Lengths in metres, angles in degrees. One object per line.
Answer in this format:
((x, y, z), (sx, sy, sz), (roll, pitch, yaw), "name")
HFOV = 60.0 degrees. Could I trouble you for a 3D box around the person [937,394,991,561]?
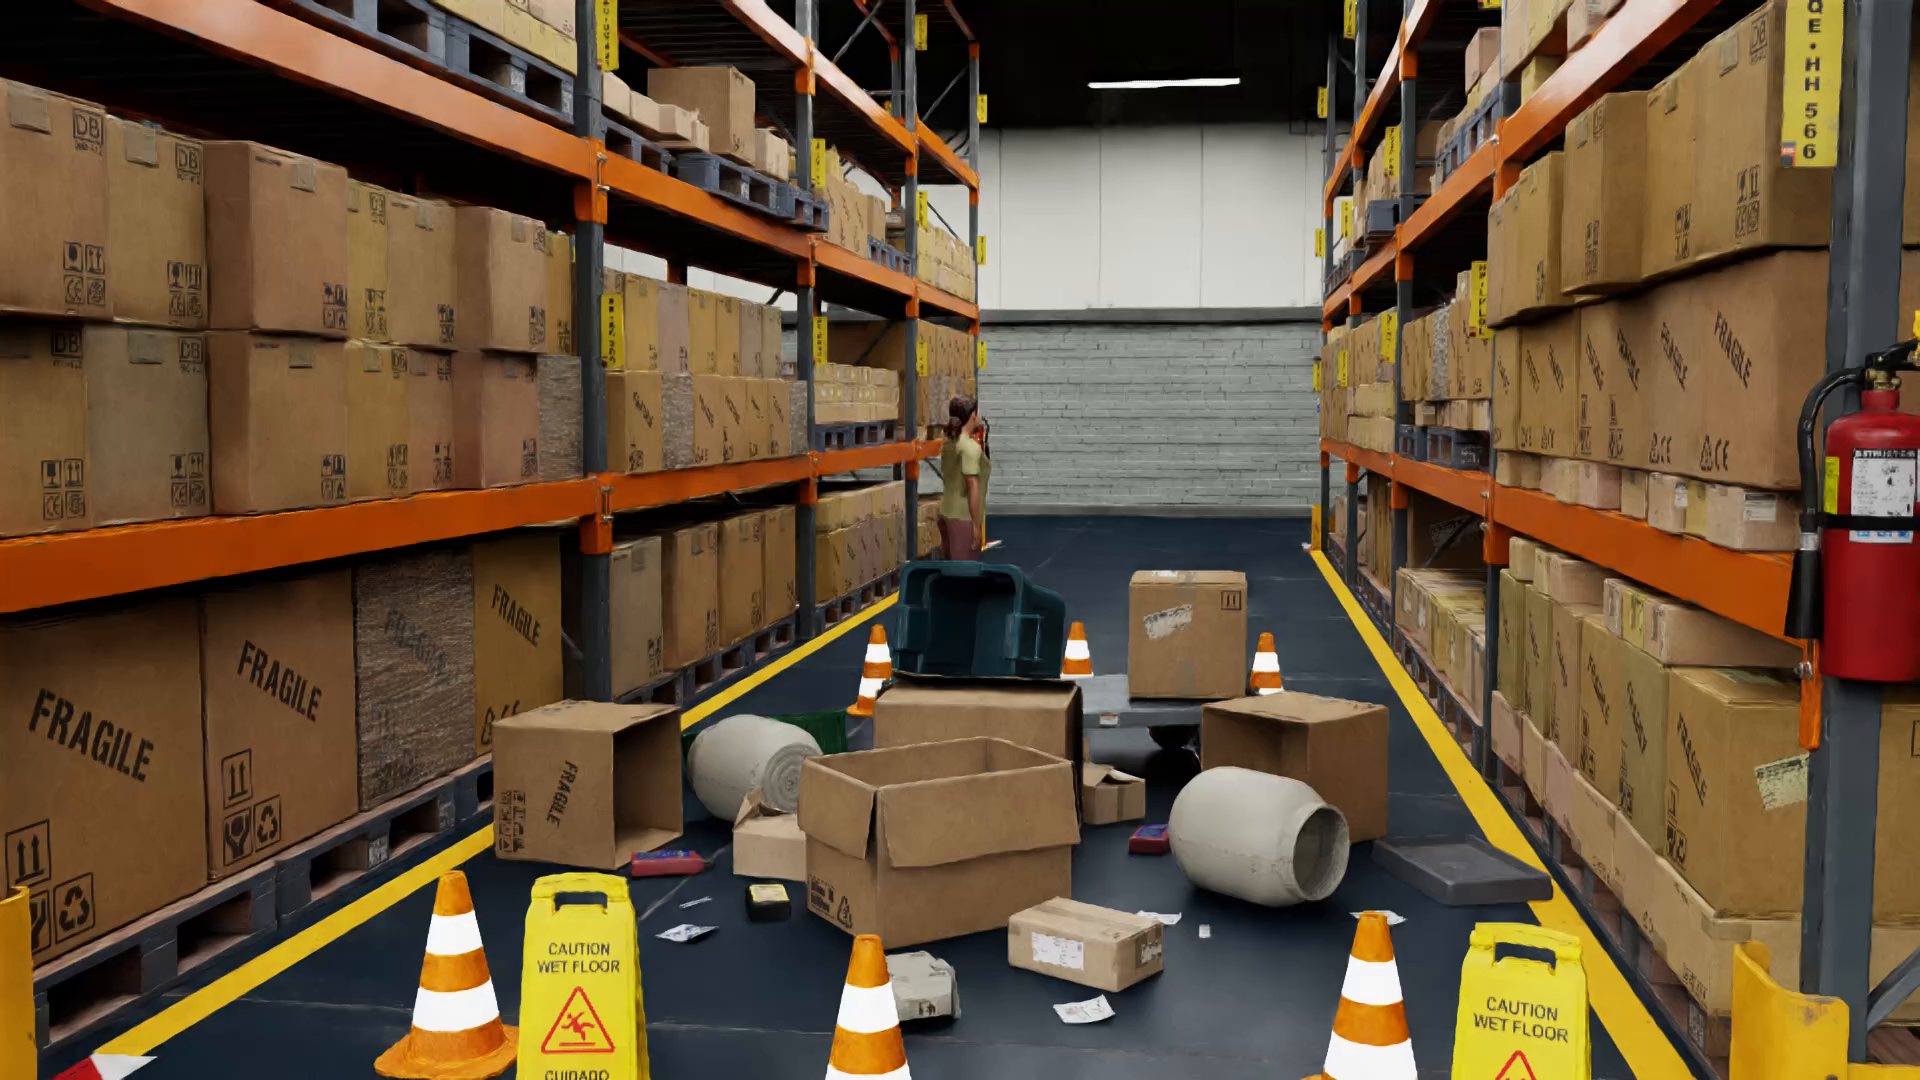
((0.077, -0.088, 10.679), (0.433, 1.670, 0.517), (-2, 5, -23), "person")
